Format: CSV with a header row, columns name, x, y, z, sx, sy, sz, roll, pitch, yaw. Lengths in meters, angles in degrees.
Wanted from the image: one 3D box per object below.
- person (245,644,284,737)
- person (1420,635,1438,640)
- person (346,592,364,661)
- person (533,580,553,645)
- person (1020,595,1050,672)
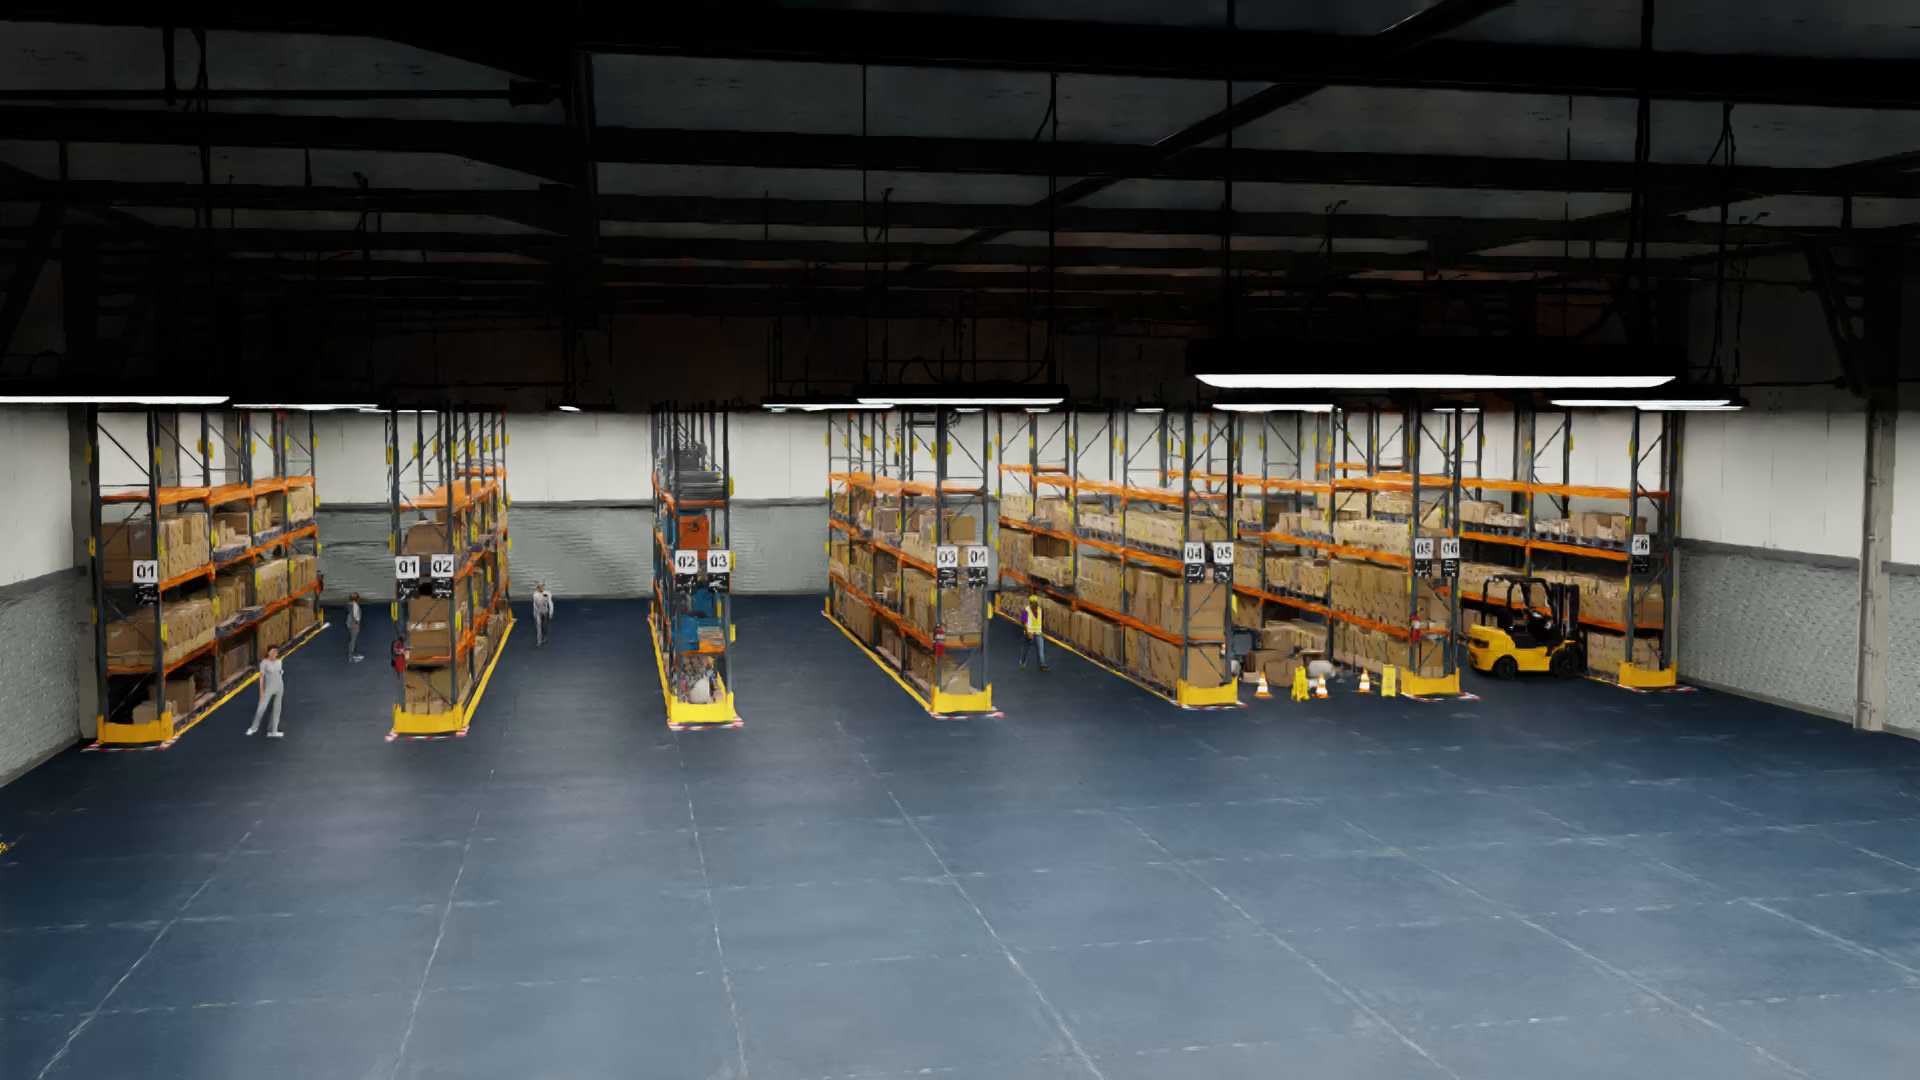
name,x,y,z,sx,sy,sz,roll,pitch,yaw
person,-12.331,2.675,29.474,0.497,1.657,0.642,3,5,37
person,10.627,1.976,37.714,0.514,1.785,0.638,-4,6,-43
person,-14.039,1.999,38.630,0.419,1.603,0.504,-3,5,-38
person,-10.382,1.783,41.400,0.500,1.625,0.997,-1,4,-13
person,1.623,2.070,37.046,0.571,1.708,1.033,-2,5,-20
